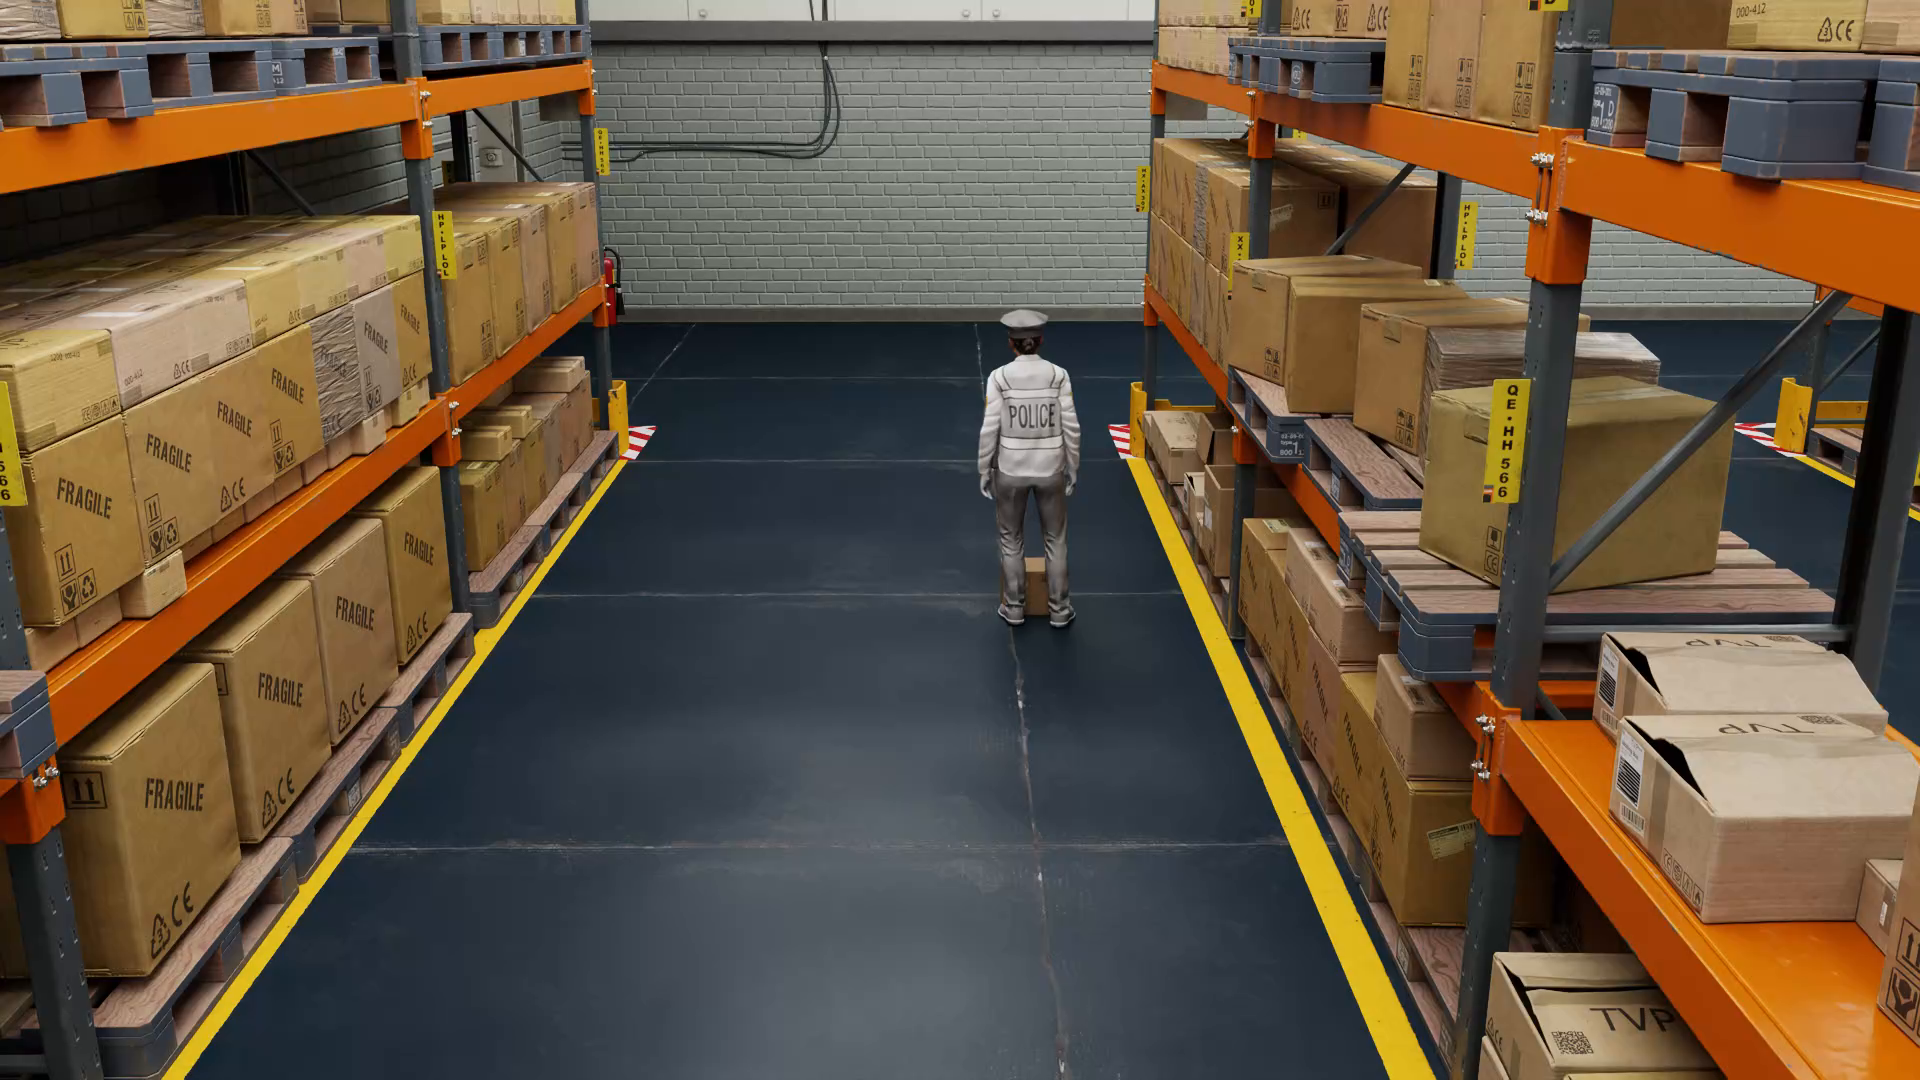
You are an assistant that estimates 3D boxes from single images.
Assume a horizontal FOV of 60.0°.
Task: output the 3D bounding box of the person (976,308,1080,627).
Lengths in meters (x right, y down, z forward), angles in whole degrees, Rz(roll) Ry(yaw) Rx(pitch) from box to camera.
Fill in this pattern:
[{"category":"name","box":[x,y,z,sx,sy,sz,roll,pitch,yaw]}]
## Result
[{"category":"person","box":[0.357,-0.357,8.685,0.547,1.666,0.410,-1,17,-4]}]
